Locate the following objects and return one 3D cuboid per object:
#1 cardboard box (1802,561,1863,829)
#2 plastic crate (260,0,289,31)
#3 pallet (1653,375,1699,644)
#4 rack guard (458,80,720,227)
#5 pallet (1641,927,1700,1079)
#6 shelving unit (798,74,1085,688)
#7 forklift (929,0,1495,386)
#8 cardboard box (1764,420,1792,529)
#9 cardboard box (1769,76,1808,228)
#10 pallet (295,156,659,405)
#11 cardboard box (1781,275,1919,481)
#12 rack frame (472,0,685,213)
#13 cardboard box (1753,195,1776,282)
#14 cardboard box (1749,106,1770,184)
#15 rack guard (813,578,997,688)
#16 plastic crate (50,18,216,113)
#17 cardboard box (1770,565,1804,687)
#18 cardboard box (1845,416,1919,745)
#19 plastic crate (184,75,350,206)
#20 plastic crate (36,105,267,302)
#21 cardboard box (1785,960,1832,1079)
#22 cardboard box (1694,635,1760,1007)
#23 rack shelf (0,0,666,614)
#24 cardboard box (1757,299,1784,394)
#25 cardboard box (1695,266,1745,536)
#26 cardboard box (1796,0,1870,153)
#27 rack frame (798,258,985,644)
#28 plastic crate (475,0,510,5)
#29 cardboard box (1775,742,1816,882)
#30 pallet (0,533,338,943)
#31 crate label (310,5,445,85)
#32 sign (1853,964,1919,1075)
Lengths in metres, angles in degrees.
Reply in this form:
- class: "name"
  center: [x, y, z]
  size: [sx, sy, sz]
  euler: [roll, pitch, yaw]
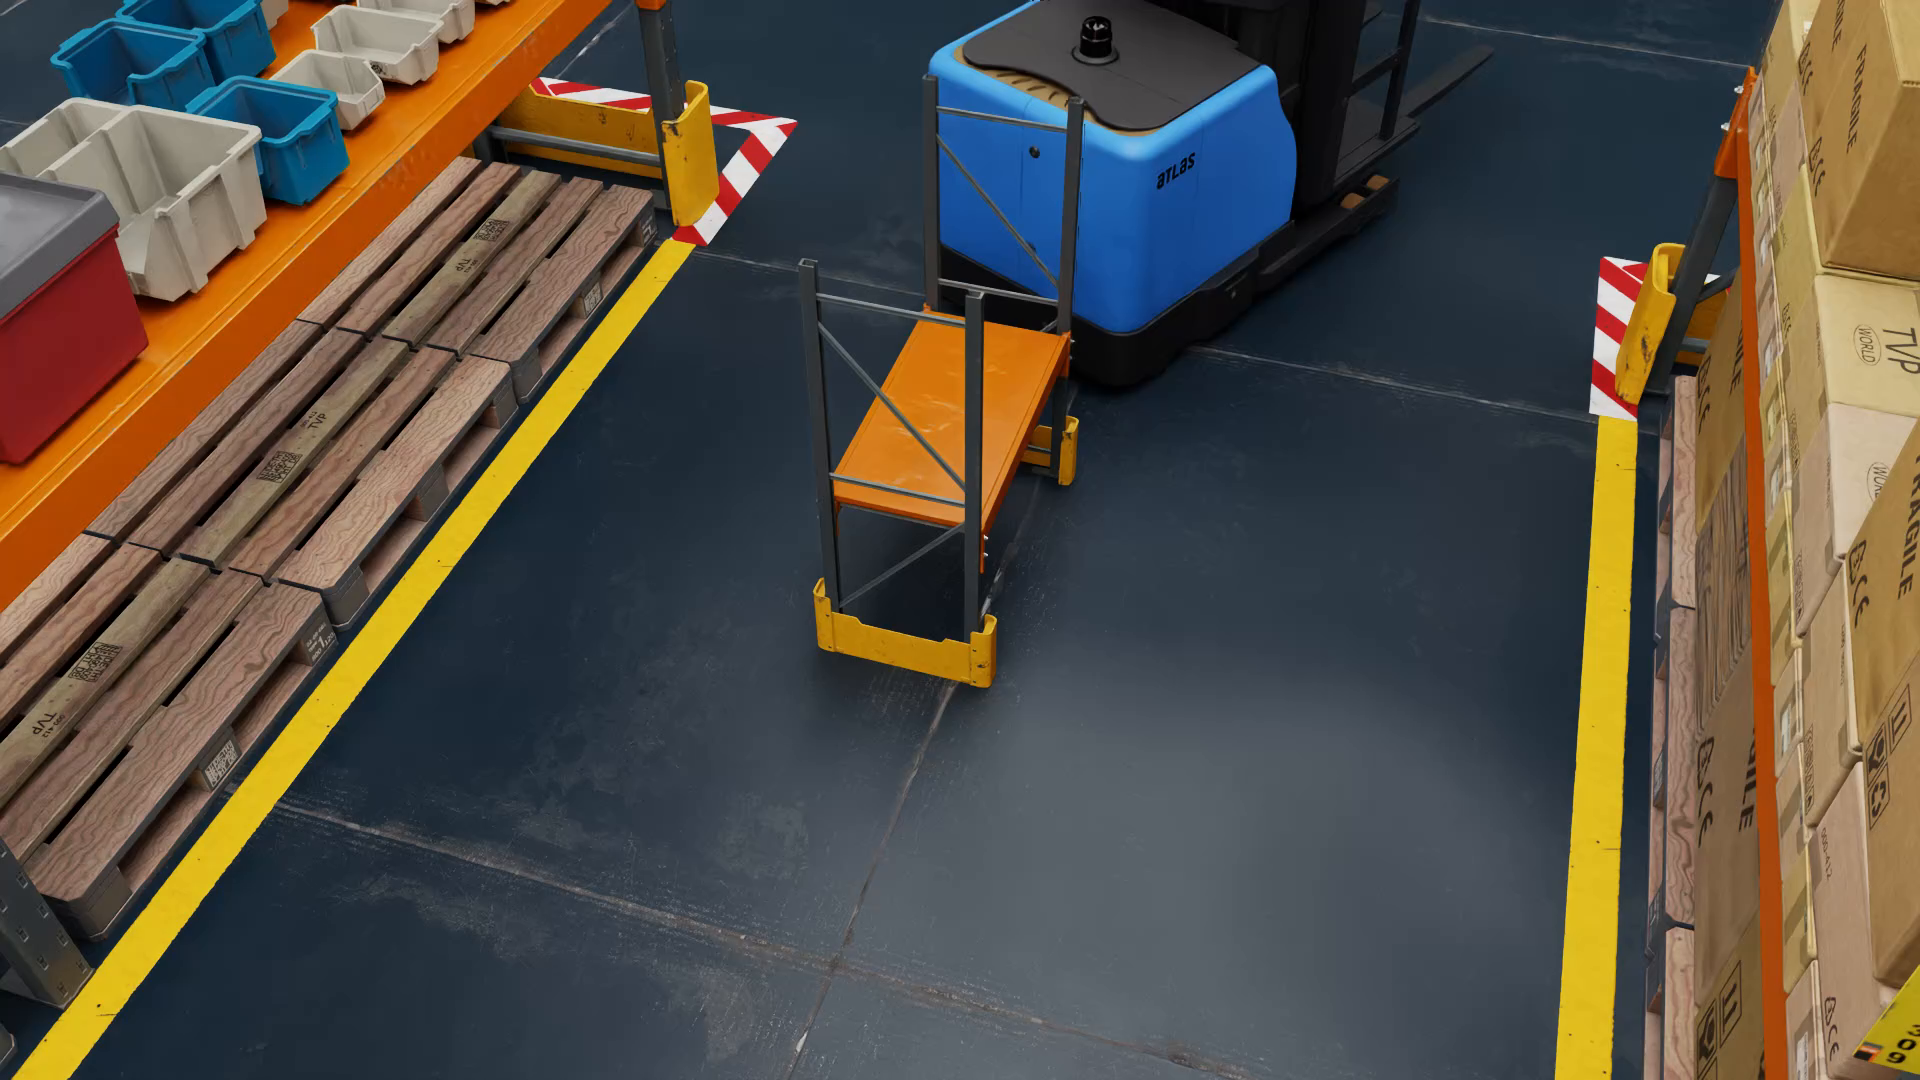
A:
- class: "cardboard box"
  center: [1.903, 0.345, 3.147]
  size: [0.500, 0.250, 0.500]
  euler: [14, 46, 14]
- class: "plastic crate"
  center: [-2.414, -1.806, 5.596]
  size: [0.250, 0.136, 0.298]
  euler: [13, 46, 13]
- class: "pallet"
  center: [2.909, -0.027, 5.626]
  size: [1.003, 0.211, 1.213]
  euler: [13, 46, 13]
- class: "rack guard"
  center: [-1.649, -1.747, 7.178]
  size: [1.175, 0.500, 0.348]
  euler: [13, 46, 13]
- class: "pallet"
  center: [2.170, 1.600, 3.964]
  size: [1.003, 0.211, 1.213]
  euler: [13, 46, 13]
- class: "shelving unit"
  center: [-0.023, -0.485, 5.174]
  size: [0.587, 1.500, 1.083]
  euler: [13, 46, 13]
- class: "forklift"
  center: [1.238, -2.569, 6.280]
  size: [1.130, 2.935, 3.031]
  euler: [33, 53, 29]
- class: "cardboard box"
  center: [2.112, -0.116, 3.903]
  size: [0.380, 0.149, 0.250]
  euler: [13, 46, 13]
- class: "cardboard box"
  center: [2.523, -1.015, 4.537]
  size: [0.500, 0.250, 0.500]
  euler: [12, 46, 12]
- class: "pallet"
  center: [-1.931, -1.084, 6.707]
  size: [1.003, 0.211, 1.213]
  euler: [13, 46, 13]
- class: "cardboard box"
  center: [2.214, -0.332, 3.839]
  size: [0.500, 0.250, 0.500]
  euler: [12, 46, 12]
- class: "rack frame"
  center: [-1.644, -2.622, 6.285]
  size: [1.000, 3.000, 0.127]
  euler: [13, 46, 13]
- class: "cardboard box"
  center: [2.423, -0.800, 4.603]
  size: [0.380, 0.149, 0.250]
  euler: [12, 46, 12]
- class: "cardboard box"
  center: [2.578, -1.145, 4.955]
  size: [0.380, 0.149, 0.250]
  euler: [12, 46, 12]
- class: "rack guard"
  center: [-0.174, 0.293, 5.271]
  size: [0.587, 0.250, 0.087]
  euler: [13, 46, 13]
- class: "plastic crate"
  center: [-2.522, -1.411, 5.124]
  size: [0.416, 0.233, 0.300]
  euler: [13, 46, 13]
- class: "cardboard box"
  center: [1.956, 0.224, 3.556]
  size: [0.380, 0.149, 0.250]
  euler: [13, 46, 13]
- class: "cardboard box"
  center: [1.905, 0.076, 2.886]
  size: [0.500, 0.500, 0.500]
  euler: [13, 46, 13]
- class: "plastic crate"
  center: [-2.022, -1.160, 4.868]
  size: [0.416, 0.233, 0.300]
  euler: [13, 46, 13]
- class: "plastic crate"
  center: [-2.217, -0.914, 4.581]
  size: [0.437, 0.282, 0.530]
  euler: [13, 46, 13]
- class: "cardboard box"
  center: [1.645, 0.910, 2.854]
  size: [0.380, 0.149, 0.250]
  euler: [13, 46, 13]
- class: "cardboard box"
  center: [2.414, 0.680, 4.130]
  size: [0.875, 0.875, 0.875]
  euler: [13, 46, 13]
- class: "rack shelf"
  center: [-2.250, -1.032, 5.174]
  size: [1.077, 0.370, 4.000]
  euler: [13, 46, 13]
- class: "cardboard box"
  center: [2.267, -0.459, 4.254]
  size: [0.380, 0.149, 0.250]
  euler: [12, 46, 12]
- class: "cardboard box"
  center: [2.959, -0.520, 5.356]
  size: [0.875, 0.875, 0.875]
  euler: [13, 46, 13]
- class: "cardboard box"
  center: [2.522, -1.298, 4.290]
  size: [0.500, 0.500, 0.500]
  euler: [12, 46, 12]
- class: "rack frame"
  center: [-0.180, -0.140, 4.821]
  size: [0.500, 1.500, 0.032]
  euler: [13, 46, 13]
- class: "plastic crate"
  center: [-1.718, -1.967, 5.761]
  size: [0.396, 0.136, 0.243]
  euler: [13, 46, 13]
- class: "cardboard box"
  center: [1.801, 0.568, 3.205]
  size: [0.380, 0.149, 0.250]
  euler: [12, 46, 12]
- class: "pallet"
  center: [-2.670, 0.543, 5.045]
  size: [1.003, 0.211, 1.213]
  euler: [13, 46, 13]
- class: "crate label"
  center: [-1.881, -1.586, 5.372]
  size: [0.396, 0.136, 0.243]
  euler: [13, 46, 13]
- class: "sign"
  center: [1.336, 0.639, 2.277]
  size: [0.100, 0.325, 0.005]
  euler: [13, 46, 13]
